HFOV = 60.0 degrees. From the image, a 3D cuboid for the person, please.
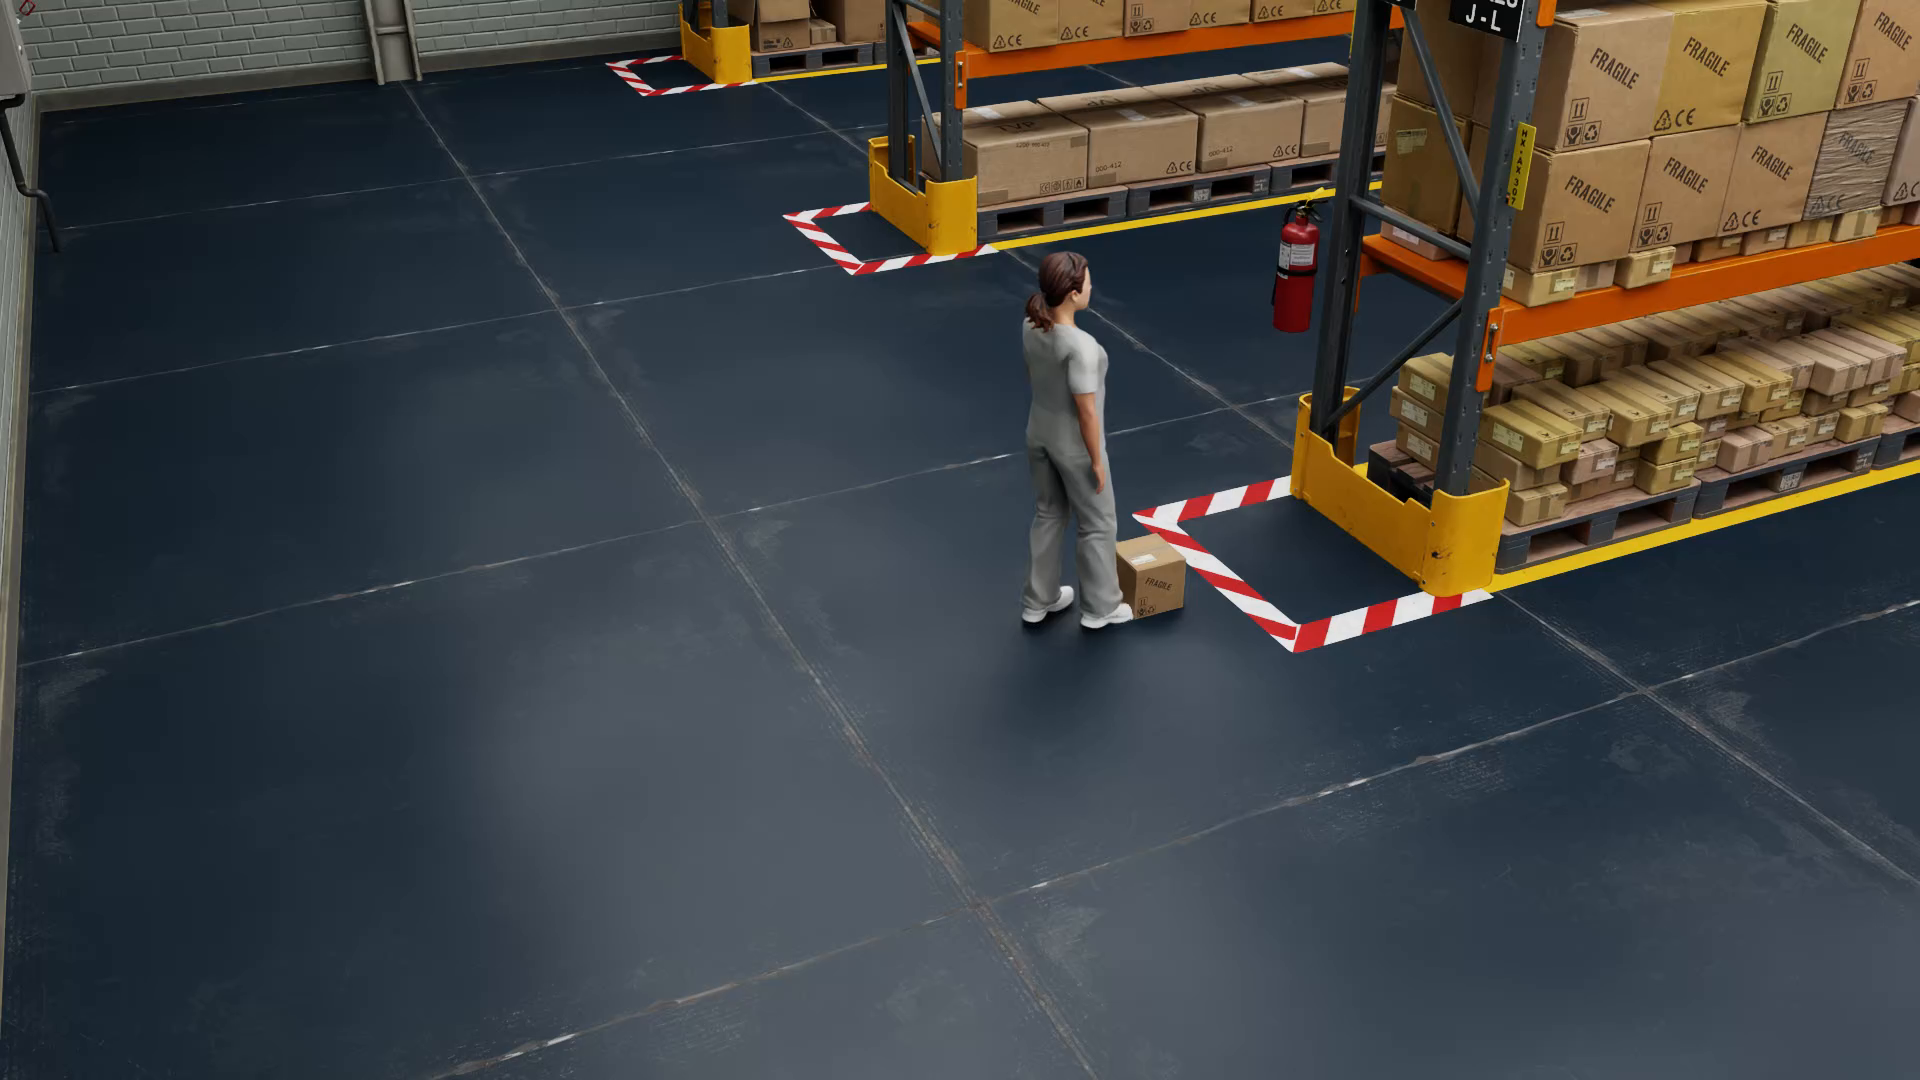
[{"bbox_3d":[0.483,-0.393,6.825,0.540,1.689,0.492,-20,35,-31],"label":"person"}]
